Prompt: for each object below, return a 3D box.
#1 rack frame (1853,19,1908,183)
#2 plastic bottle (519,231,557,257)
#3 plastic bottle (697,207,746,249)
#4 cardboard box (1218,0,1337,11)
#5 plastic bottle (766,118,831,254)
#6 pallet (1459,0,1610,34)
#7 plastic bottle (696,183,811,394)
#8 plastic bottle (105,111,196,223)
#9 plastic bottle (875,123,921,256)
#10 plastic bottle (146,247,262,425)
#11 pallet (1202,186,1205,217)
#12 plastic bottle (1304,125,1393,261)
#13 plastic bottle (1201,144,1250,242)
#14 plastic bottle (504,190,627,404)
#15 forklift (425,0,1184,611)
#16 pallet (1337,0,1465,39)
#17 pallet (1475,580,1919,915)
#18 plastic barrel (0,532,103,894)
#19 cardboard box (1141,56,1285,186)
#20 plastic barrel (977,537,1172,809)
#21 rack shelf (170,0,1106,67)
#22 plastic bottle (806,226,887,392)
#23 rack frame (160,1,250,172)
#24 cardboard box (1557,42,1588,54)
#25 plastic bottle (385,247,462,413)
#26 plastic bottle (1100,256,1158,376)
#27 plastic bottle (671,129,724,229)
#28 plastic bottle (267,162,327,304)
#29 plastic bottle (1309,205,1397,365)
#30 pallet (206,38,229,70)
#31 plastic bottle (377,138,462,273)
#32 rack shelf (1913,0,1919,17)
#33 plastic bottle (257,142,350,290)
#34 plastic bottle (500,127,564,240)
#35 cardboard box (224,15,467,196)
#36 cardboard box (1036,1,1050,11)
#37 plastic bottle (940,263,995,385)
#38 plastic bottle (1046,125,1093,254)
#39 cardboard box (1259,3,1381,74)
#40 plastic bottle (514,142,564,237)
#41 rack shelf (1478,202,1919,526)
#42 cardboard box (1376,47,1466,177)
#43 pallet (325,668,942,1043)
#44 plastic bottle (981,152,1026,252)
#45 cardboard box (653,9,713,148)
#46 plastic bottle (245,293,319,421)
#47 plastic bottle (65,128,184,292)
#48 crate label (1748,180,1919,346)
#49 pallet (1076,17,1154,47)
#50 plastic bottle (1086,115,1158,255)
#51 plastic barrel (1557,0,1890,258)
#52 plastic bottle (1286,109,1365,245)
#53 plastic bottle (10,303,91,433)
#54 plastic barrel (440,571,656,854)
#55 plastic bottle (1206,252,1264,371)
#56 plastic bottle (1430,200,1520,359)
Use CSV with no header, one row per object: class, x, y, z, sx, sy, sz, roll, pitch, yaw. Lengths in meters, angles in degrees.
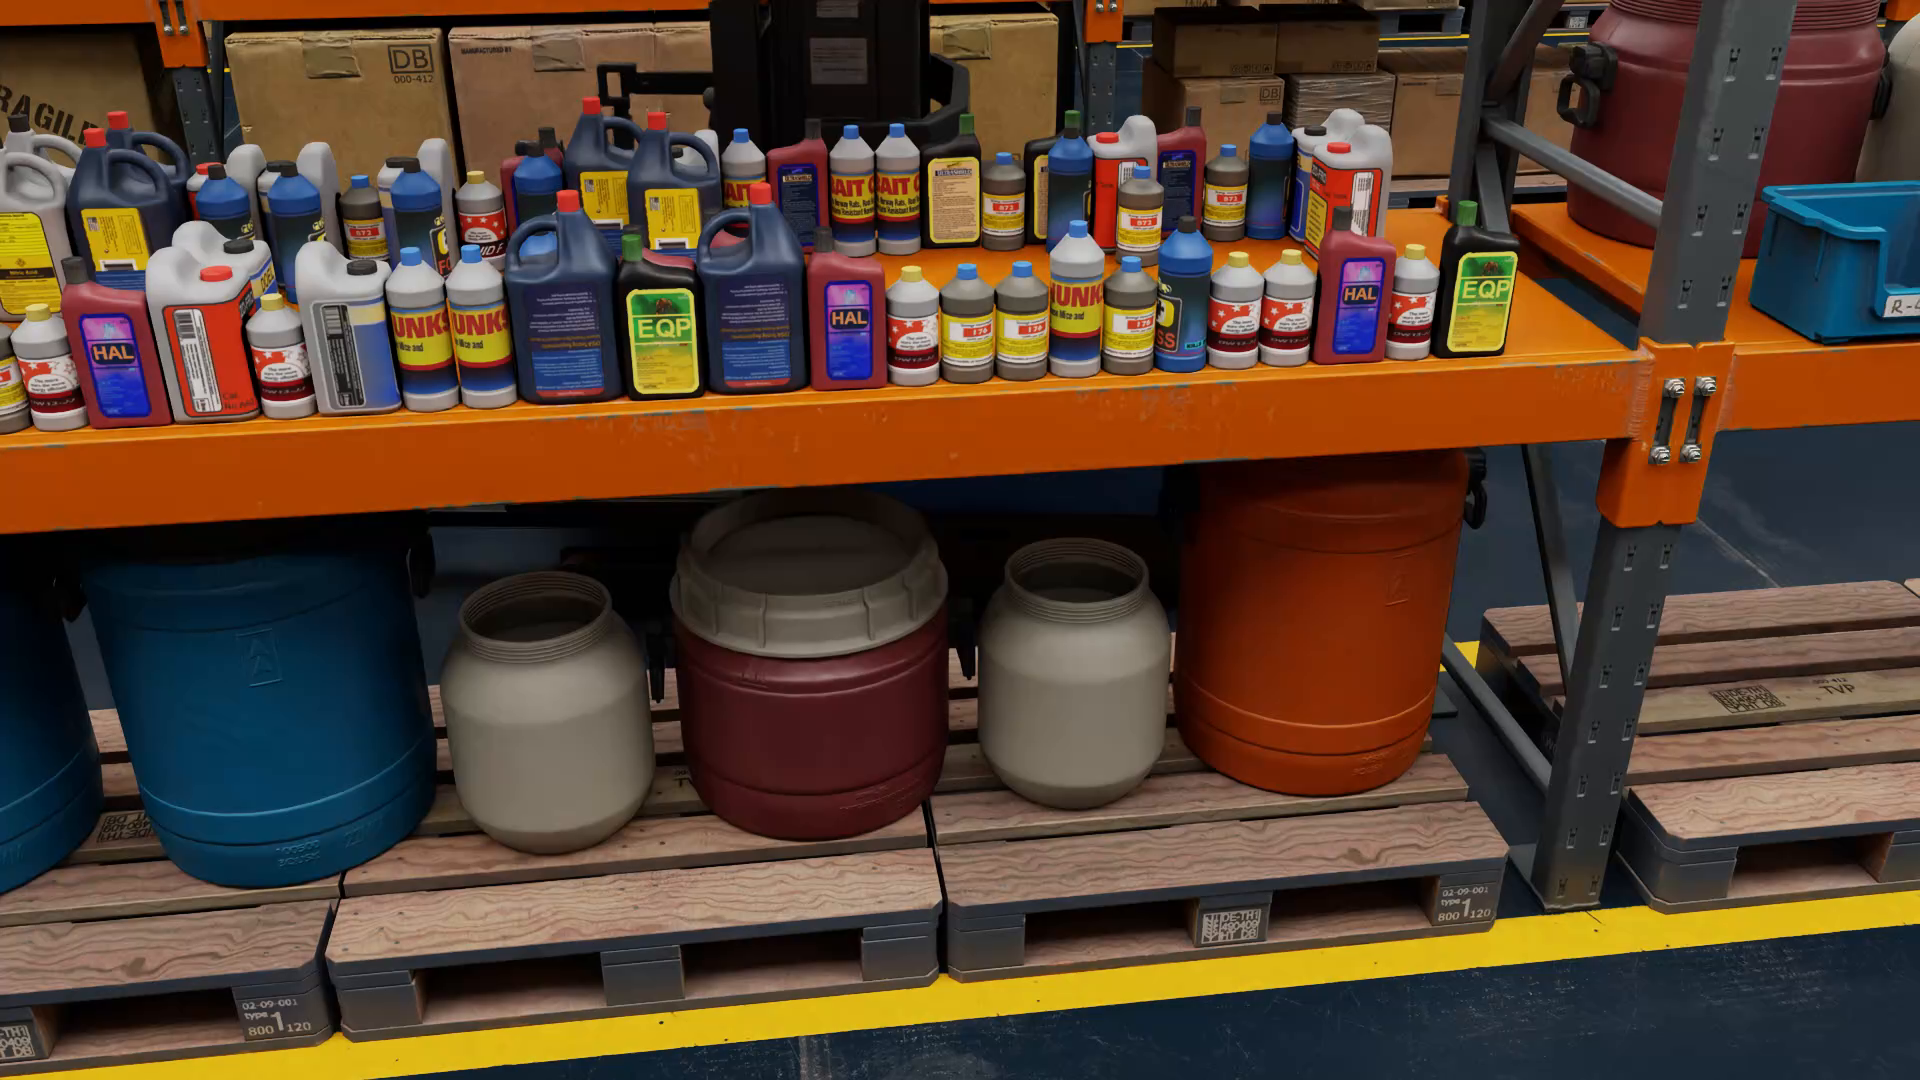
rack frame,4.548,-3.237,8.273,0.127,3.000,1.000,-4,27,-7
plastic bottle,-0.734,-0.435,2.954,0.097,0.271,0.097,0,27,0
plastic bottle,-0.399,-0.454,2.977,0.133,0.283,0.061,-4,27,-7
cardboard box,2.399,-4.532,12.801,0.750,0.750,1.050,-4,27,-7
plastic bottle,-0.347,-0.757,3.568,0.133,0.283,0.061,-4,27,-7
pallet,4.721,-4.258,13.317,1.213,0.211,1.003,-4,27,-7
plastic bottle,-0.359,-0.439,2.874,0.185,0.351,0.144,-4,27,-7
plastic bottle,-1.636,-0.685,3.354,0.185,0.351,0.144,-4,27,-7
plastic bottle,-0.134,-0.757,3.581,0.097,0.271,0.097,0,27,0
plastic bottle,-1.255,-0.350,2.783,0.135,0.276,0.152,-4,27,-7
pallet,1.361,-1.791,8.509,1.213,0.211,1.003,-4,27,-7
plastic bottle,0.825,-0.738,3.539,0.135,0.276,0.152,-4,27,-7
plastic bottle,0.589,-0.773,3.688,0.097,0.201,0.097,0,27,0
plastic bottle,-0.674,-0.419,2.835,0.185,0.351,0.144,-4,27,-7
forklift,-0.805,-1.340,4.651,3.031,2.935,1.130,0,27,1
pallet,3.204,-4.162,13.130,1.213,0.211,1.003,-4,27,-7
pallet,2.050,0.465,4.112,1.213,0.211,1.003,-4,27,-7
plastic barrel,-2.143,0.231,3.353,0.708,0.901,0.600,-4,27,-7
cardboard box,1.248,-2.118,8.348,0.500,0.500,0.700,-5,28,-10
plastic barrel,0.248,0.292,3.661,0.421,0.512,0.421,0,27,0
rack shelf,-1.393,-2.535,7.694,4.000,0.370,1.077,-4,27,-7
plastic bottle,-0.196,-0.400,2.872,0.133,0.283,0.061,-4,27,-7
rack frame,-3.374,-2.728,7.281,0.127,3.000,1.000,-4,27,-7
cardboard box,3.462,-2.270,8.644,0.500,0.500,0.700,-4,27,-7
plastic bottle,-0.907,-0.358,2.803,0.097,0.271,0.097,0,27,0
plastic bottle,0.302,-0.404,2.970,0.097,0.201,0.097,0,27,0
plastic bottle,-0.570,-0.719,3.501,0.135,0.276,0.152,-4,27,-7
plastic bottle,-1.308,-0.612,3.298,0.097,0.271,0.097,0,27,0
plastic bottle,0.708,-0.458,2.986,0.133,0.283,0.061,-4,27,-7
pallet,-5.836,-3.598,12.032,1.213,0.211,1.003,-4,27,-7
plastic bottle,-1.114,-0.684,3.433,0.135,0.276,0.152,-4,27,-7
rack shelf,6.529,-3.044,8.685,4.000,0.370,1.077,-4,27,-7
plastic bottle,-1.344,-0.669,3.404,0.135,0.276,0.152,-4,27,-7
plastic bottle,-0.892,-0.722,3.500,0.133,0.283,0.061,-4,27,-7
cardboard box,-2.743,-2.020,7.768,0.875,0.875,1.225,-4,27,-7
cardboard box,0.612,-4.415,12.574,0.750,0.750,1.050,-4,27,-8
plastic bottle,0.012,-0.386,2.934,0.097,0.201,0.097,0,27,0
plastic bottle,0.235,-0.753,3.573,0.097,0.271,0.097,0,27,0
cardboard box,1.770,-2.494,8.260,0.500,0.250,0.500,-1,27,-1
plastic bottle,-0.863,-0.683,3.435,0.097,0.271,0.097,0,27,0
rack shelf,3.258,-0.551,3.826,4.000,0.370,1.077,-4,27,-7
cardboard box,2.356,-2.198,8.505,0.500,0.500,0.700,-1,27,-3
pallet,-0.703,0.642,3.767,1.213,0.211,1.003,-4,27,-7
plastic bottle,0.095,-0.741,3.626,0.097,0.201,0.097,0,27,0
cardboard box,-0.983,-2.137,7.996,0.875,0.875,1.225,-4,27,-7
plastic bottle,-1.137,-0.312,2.790,0.097,0.201,0.097,0,27,0
plastic bottle,-1.616,-0.620,3.227,0.185,0.351,0.144,-4,27,-7
crate label,1.747,-0.527,3.174,0.416,0.233,0.303,-4,27,-7
pallet,0.787,-4.007,12.828,1.213,0.211,1.003,-4,27,-7
plastic bottle,0.346,-0.778,3.616,0.135,0.276,0.152,-4,27,-7
plastic barrel,1.695,-0.971,3.707,0.708,0.536,0.600,-4,27,-7
plastic bottle,0.804,-0.807,3.673,0.135,0.276,0.152,-4,27,-7
plastic bottle,-1.499,-0.289,2.745,0.097,0.201,0.097,0,27,0
plastic barrel,-0.870,0.363,3.521,0.421,0.512,0.421,0,27,0
plastic bottle,0.494,-0.417,2.994,0.097,0.201,0.097,0,27,0
plastic bottle,0.936,-0.473,3.014,0.133,0.283,0.061,-4,27,-7
